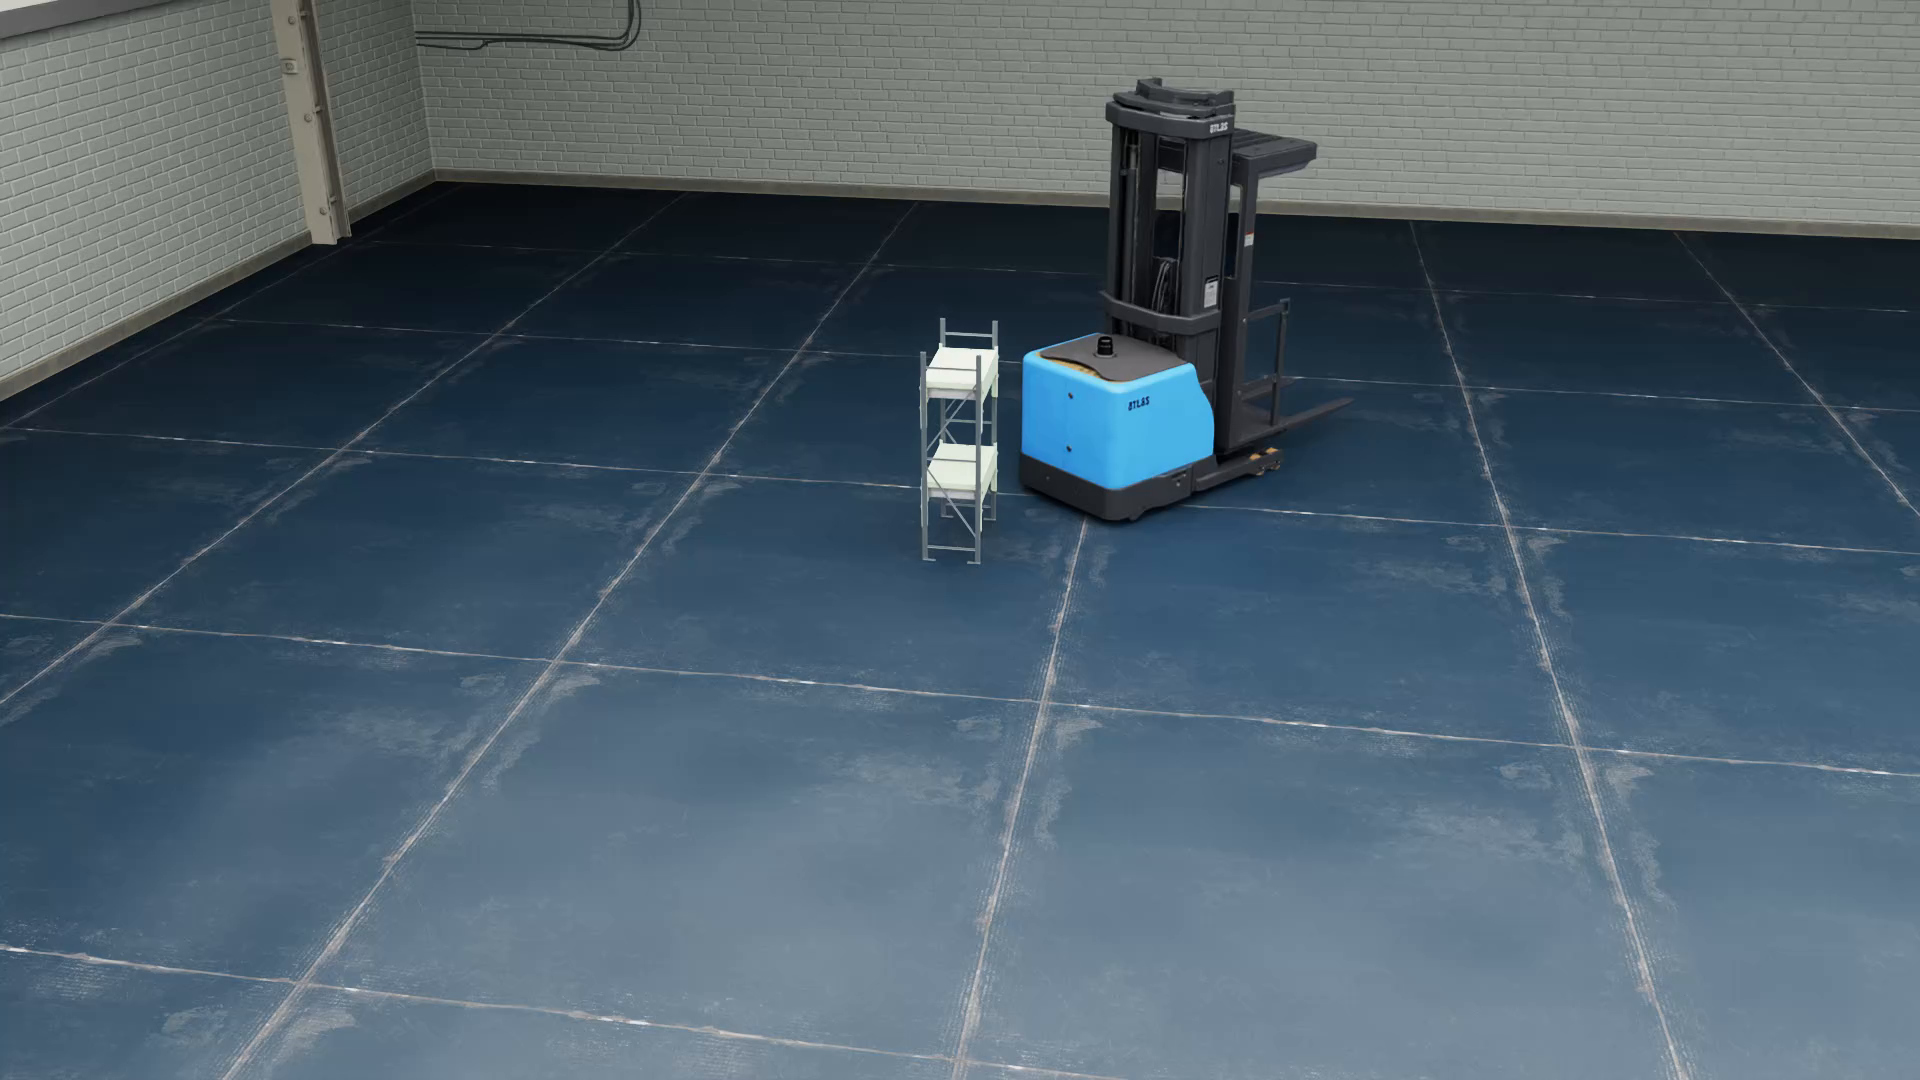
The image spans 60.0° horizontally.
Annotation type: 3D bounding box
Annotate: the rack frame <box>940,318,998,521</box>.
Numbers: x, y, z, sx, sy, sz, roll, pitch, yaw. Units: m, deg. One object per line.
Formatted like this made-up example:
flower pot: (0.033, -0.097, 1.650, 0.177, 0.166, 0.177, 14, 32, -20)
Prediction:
rack frame: (0.061, -0.835, 11.765, 0.400, 1.500, 0.023, 4, 25, 9)

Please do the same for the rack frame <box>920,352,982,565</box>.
rack frame: (-0.059, -0.529, 11.111, 0.400, 1.500, 0.023, 4, 25, 9)

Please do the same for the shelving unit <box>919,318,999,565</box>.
shelving unit: (0.001, -0.682, 11.438, 0.431, 1.500, 0.755, 4, 25, 9)

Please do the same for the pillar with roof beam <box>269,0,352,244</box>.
pillar with roof beam: (-2.993, -7.238, 16.597, 9.100, 9.000, 0.400, 4, 25, 9)

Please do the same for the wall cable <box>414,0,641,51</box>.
wall cable: (-5.455, -7.270, 20.329, 3.097, 2.526, 0.112, 4, 25, 9)

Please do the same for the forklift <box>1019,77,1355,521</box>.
forklift: (1.890, -1.970, 12.501, 3.031, 2.935, 1.130, -20, 32, -36)

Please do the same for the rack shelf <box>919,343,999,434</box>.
rack shelf: (0.001, -1.036, 11.273, 0.431, 0.370, 0.720, 4, 25, 9)

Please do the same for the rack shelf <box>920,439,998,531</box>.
rack shelf: (0.001, -0.387, 11.576, 0.431, 0.370, 0.720, 4, 25, 9)
